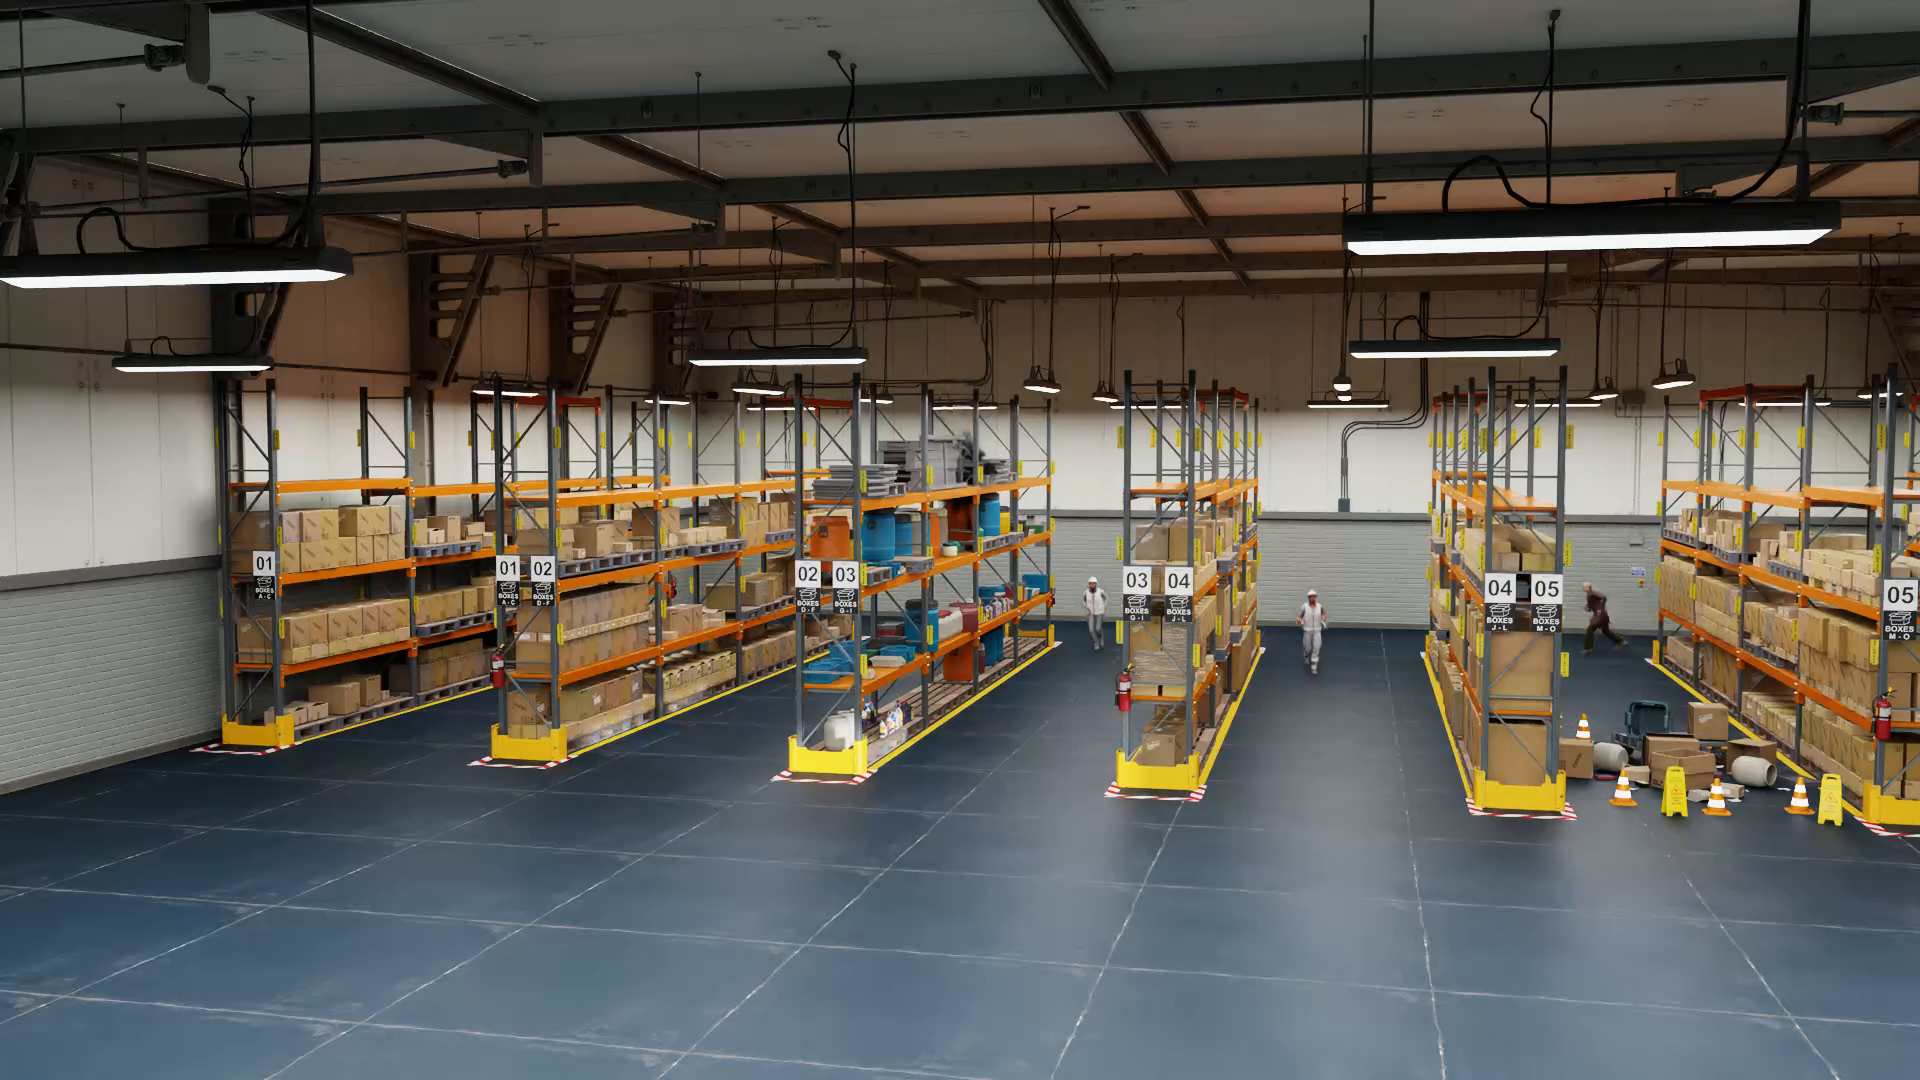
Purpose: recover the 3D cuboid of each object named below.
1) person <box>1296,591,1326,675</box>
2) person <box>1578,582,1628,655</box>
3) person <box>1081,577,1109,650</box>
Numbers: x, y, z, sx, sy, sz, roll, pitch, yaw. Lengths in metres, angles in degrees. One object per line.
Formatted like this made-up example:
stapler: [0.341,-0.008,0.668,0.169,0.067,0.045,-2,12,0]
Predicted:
person: [7.561,1.972,35.715,0.658,1.779,0.928,0,3,3]
person: [15.003,1.845,38.781,1.101,1.739,0.752,1,3,9]
person: [3.216,1.752,39.777,0.665,1.736,0.565,1,4,15]
